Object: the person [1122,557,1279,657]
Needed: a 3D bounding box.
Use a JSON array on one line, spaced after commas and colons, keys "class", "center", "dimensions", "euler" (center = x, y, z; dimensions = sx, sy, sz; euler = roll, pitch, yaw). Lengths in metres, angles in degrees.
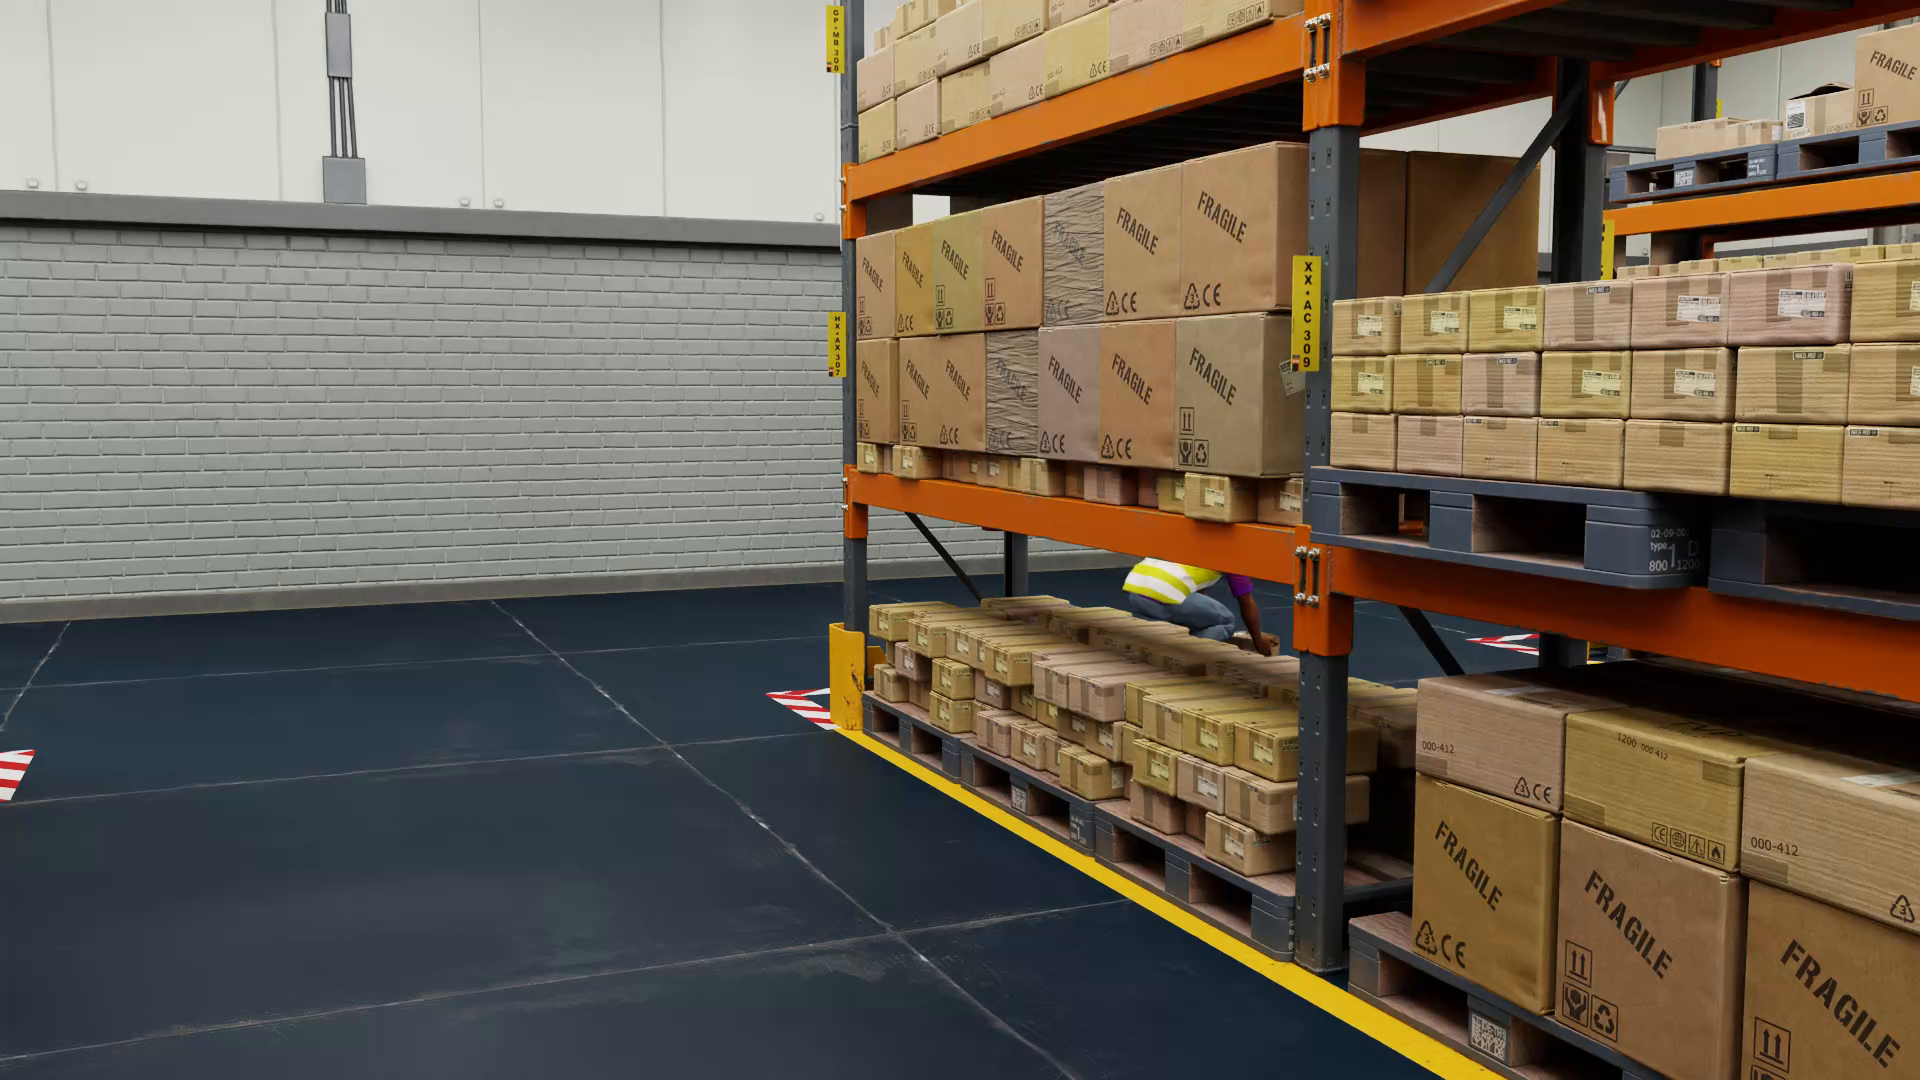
[{"class": "person", "center": [1.377, 0.331, 9.776], "dimensions": [0.894, 0.994, 0.584], "euler": [-2, 6, -24]}]
